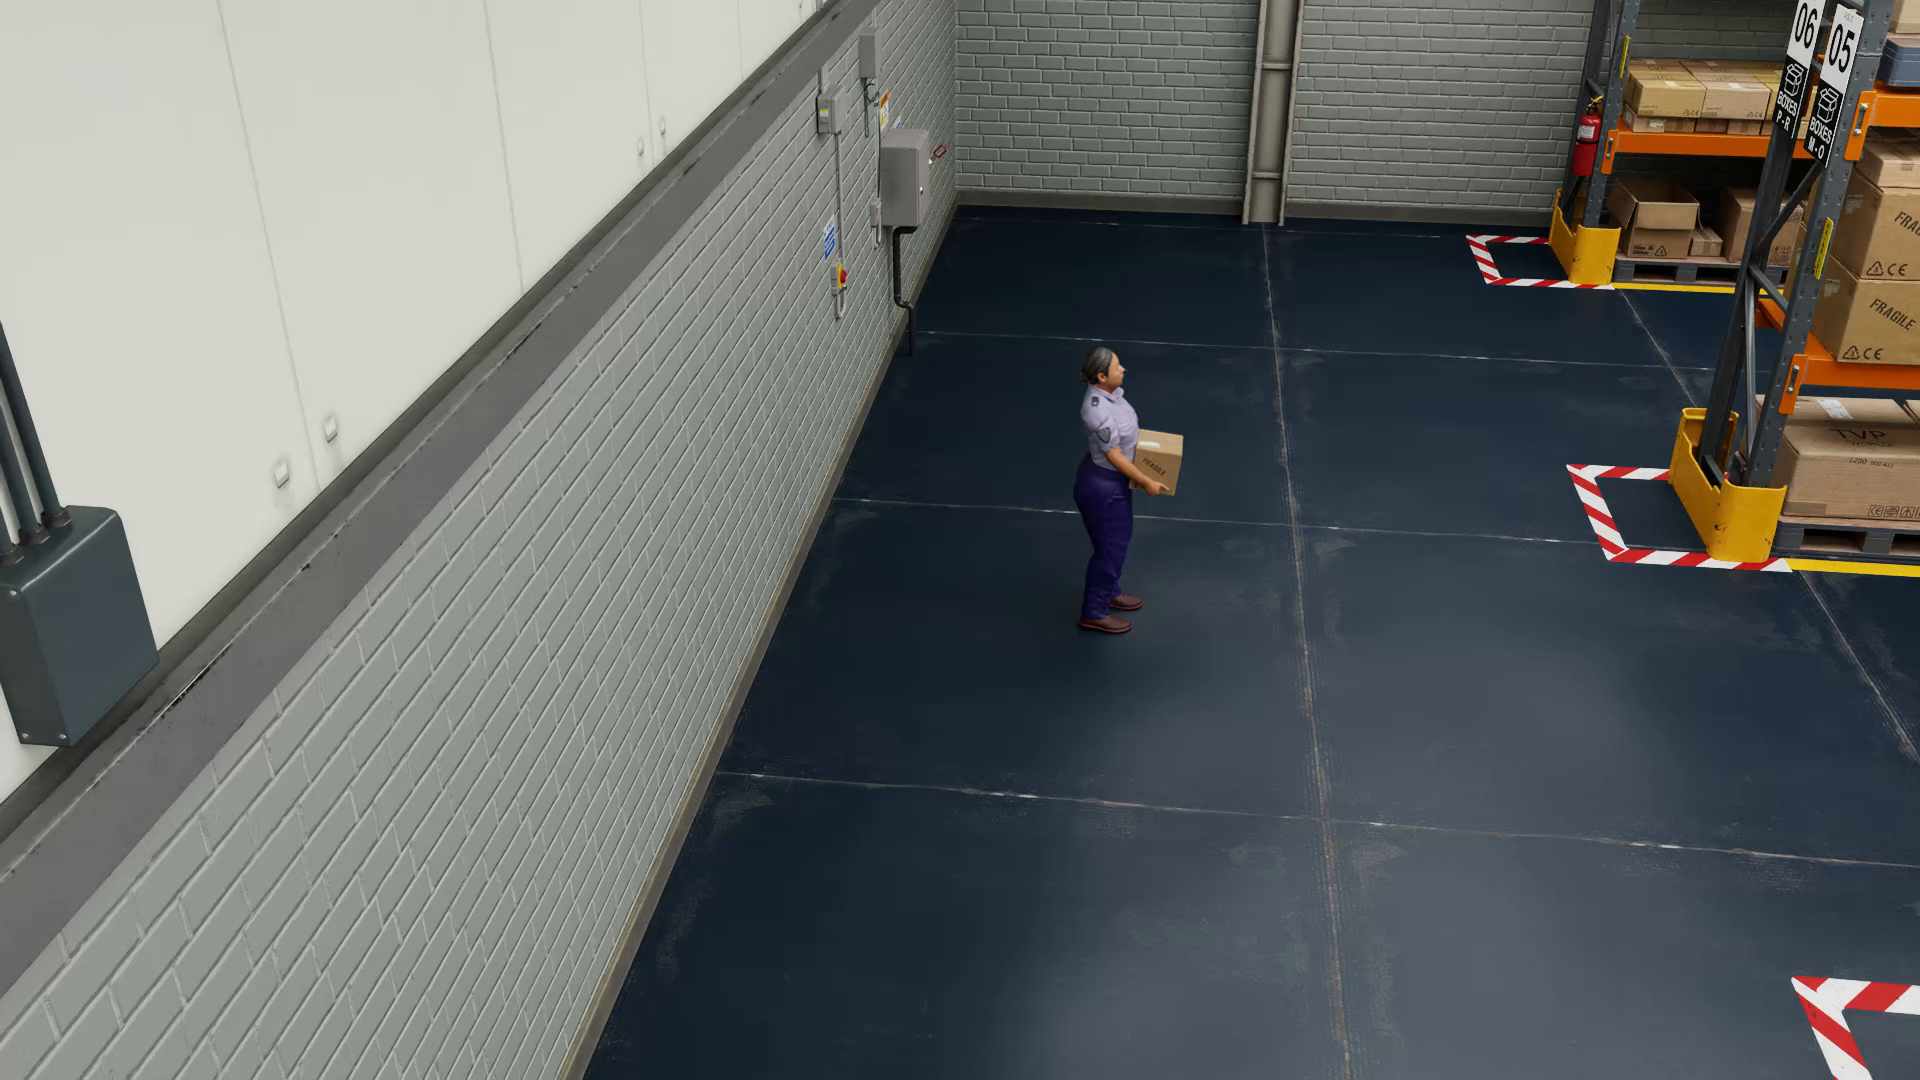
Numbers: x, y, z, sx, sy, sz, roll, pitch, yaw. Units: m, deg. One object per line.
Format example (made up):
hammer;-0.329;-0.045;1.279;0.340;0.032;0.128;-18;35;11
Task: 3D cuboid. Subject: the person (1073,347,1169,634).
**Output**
person;0.892;-0.281;9.181;0.519;1.622;0.452;4;29;7
